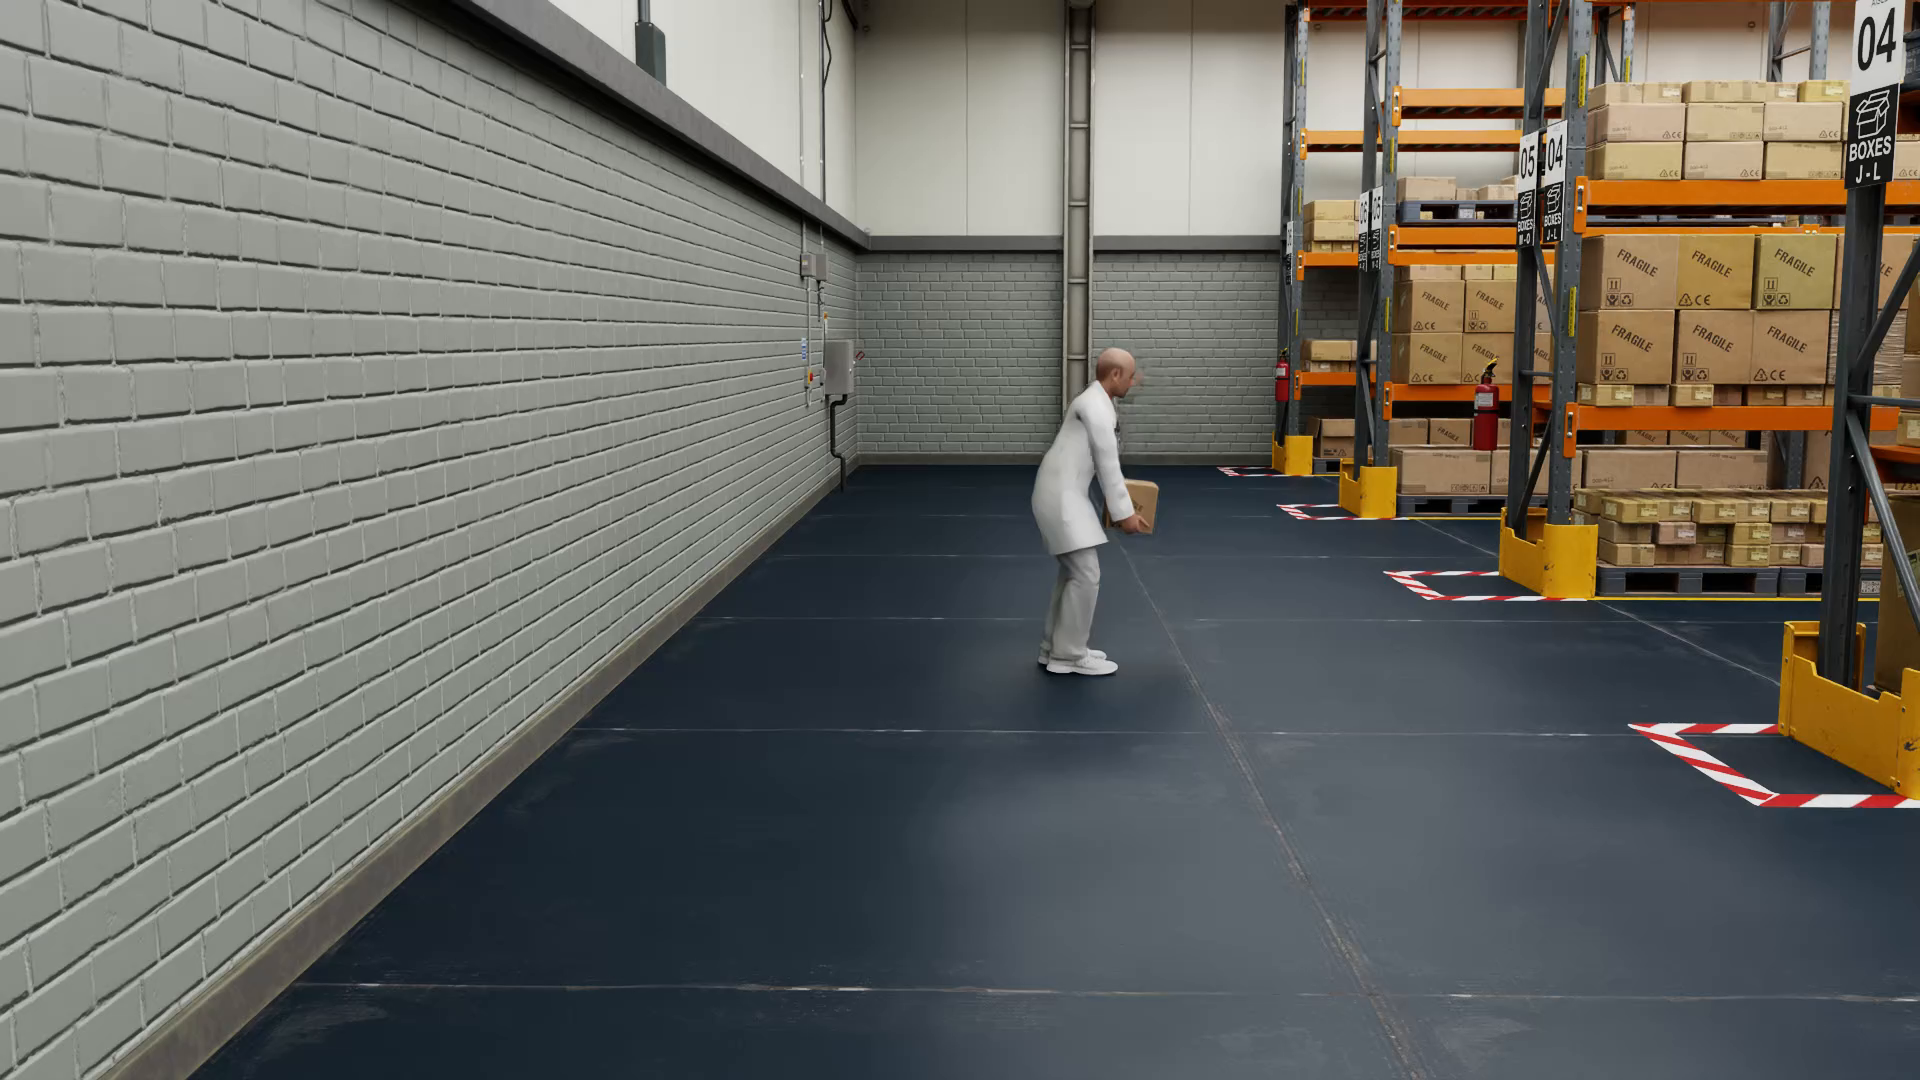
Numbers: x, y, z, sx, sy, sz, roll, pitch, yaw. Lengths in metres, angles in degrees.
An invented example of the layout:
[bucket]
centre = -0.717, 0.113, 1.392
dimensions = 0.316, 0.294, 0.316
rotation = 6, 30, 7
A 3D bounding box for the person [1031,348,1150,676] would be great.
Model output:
[person]
centre = 0.689, -0.156, 8.840
dimensions = 0.617, 1.720, 0.537
rotation = 0, 7, 0
